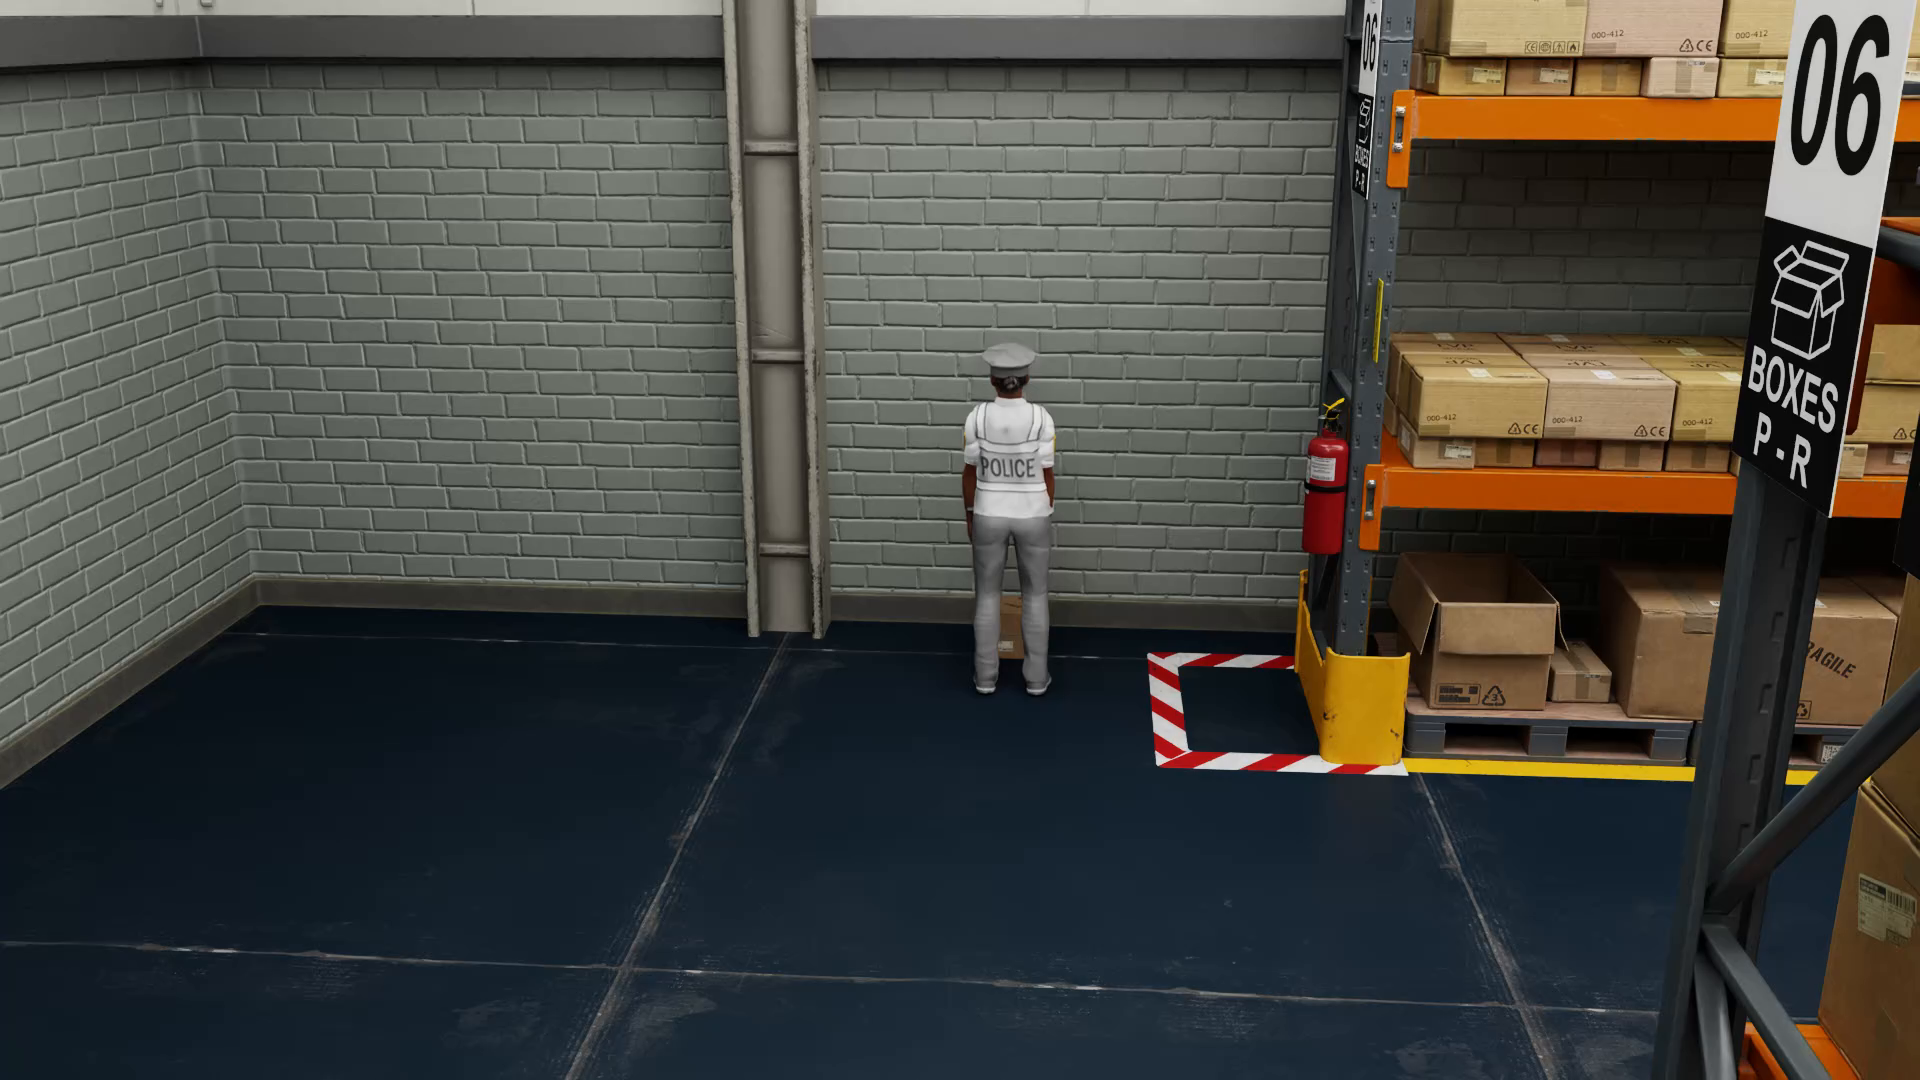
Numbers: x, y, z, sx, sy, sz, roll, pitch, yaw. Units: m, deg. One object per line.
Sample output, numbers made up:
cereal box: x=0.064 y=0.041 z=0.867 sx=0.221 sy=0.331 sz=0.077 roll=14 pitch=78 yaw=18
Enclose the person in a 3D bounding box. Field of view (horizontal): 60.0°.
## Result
person: x=0.228 y=-0.089 z=7.828 sx=0.437 sy=1.669 sz=0.341 roll=2 pitch=18 yaw=5
